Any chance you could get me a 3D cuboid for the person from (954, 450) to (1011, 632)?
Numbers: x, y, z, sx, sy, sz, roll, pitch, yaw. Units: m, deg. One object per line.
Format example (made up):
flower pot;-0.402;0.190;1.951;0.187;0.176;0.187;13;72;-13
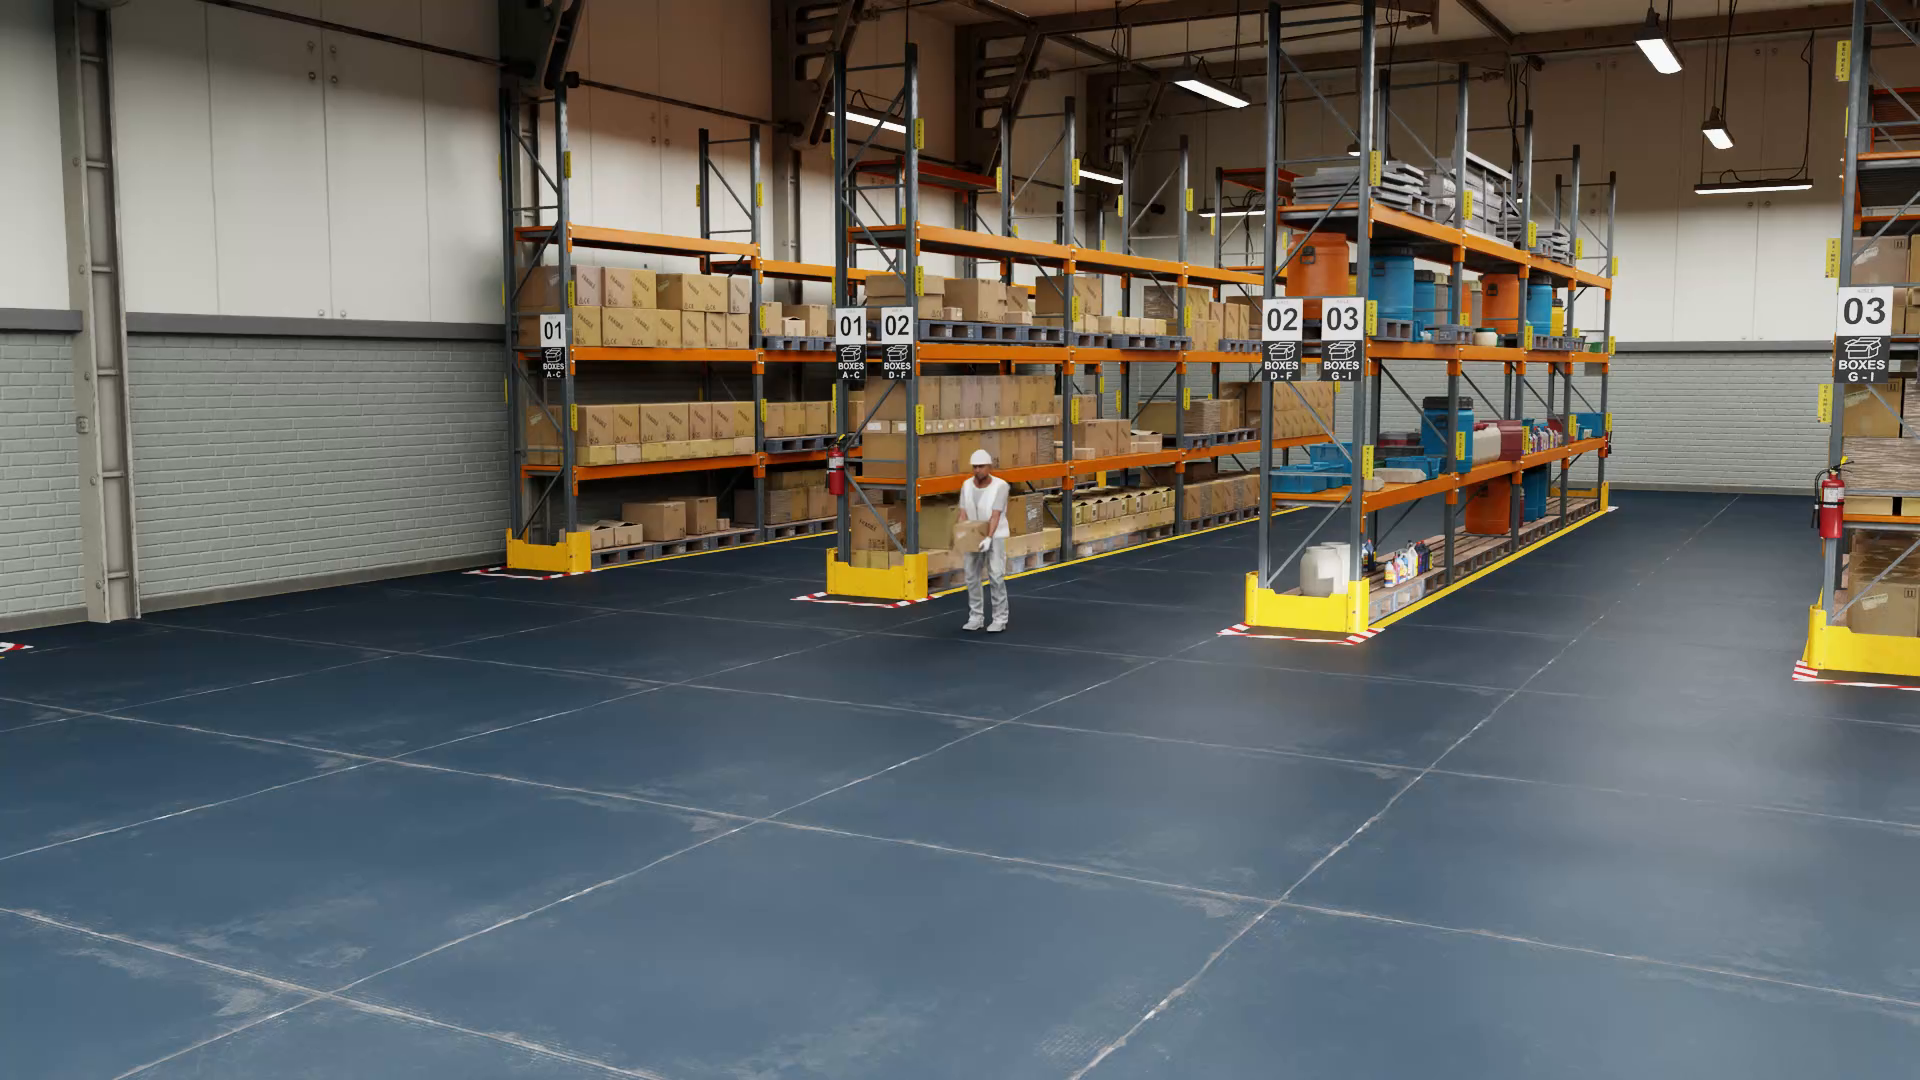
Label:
person;0.222;0.008;16.020;0.490;1.758;0.603;3;7;29
